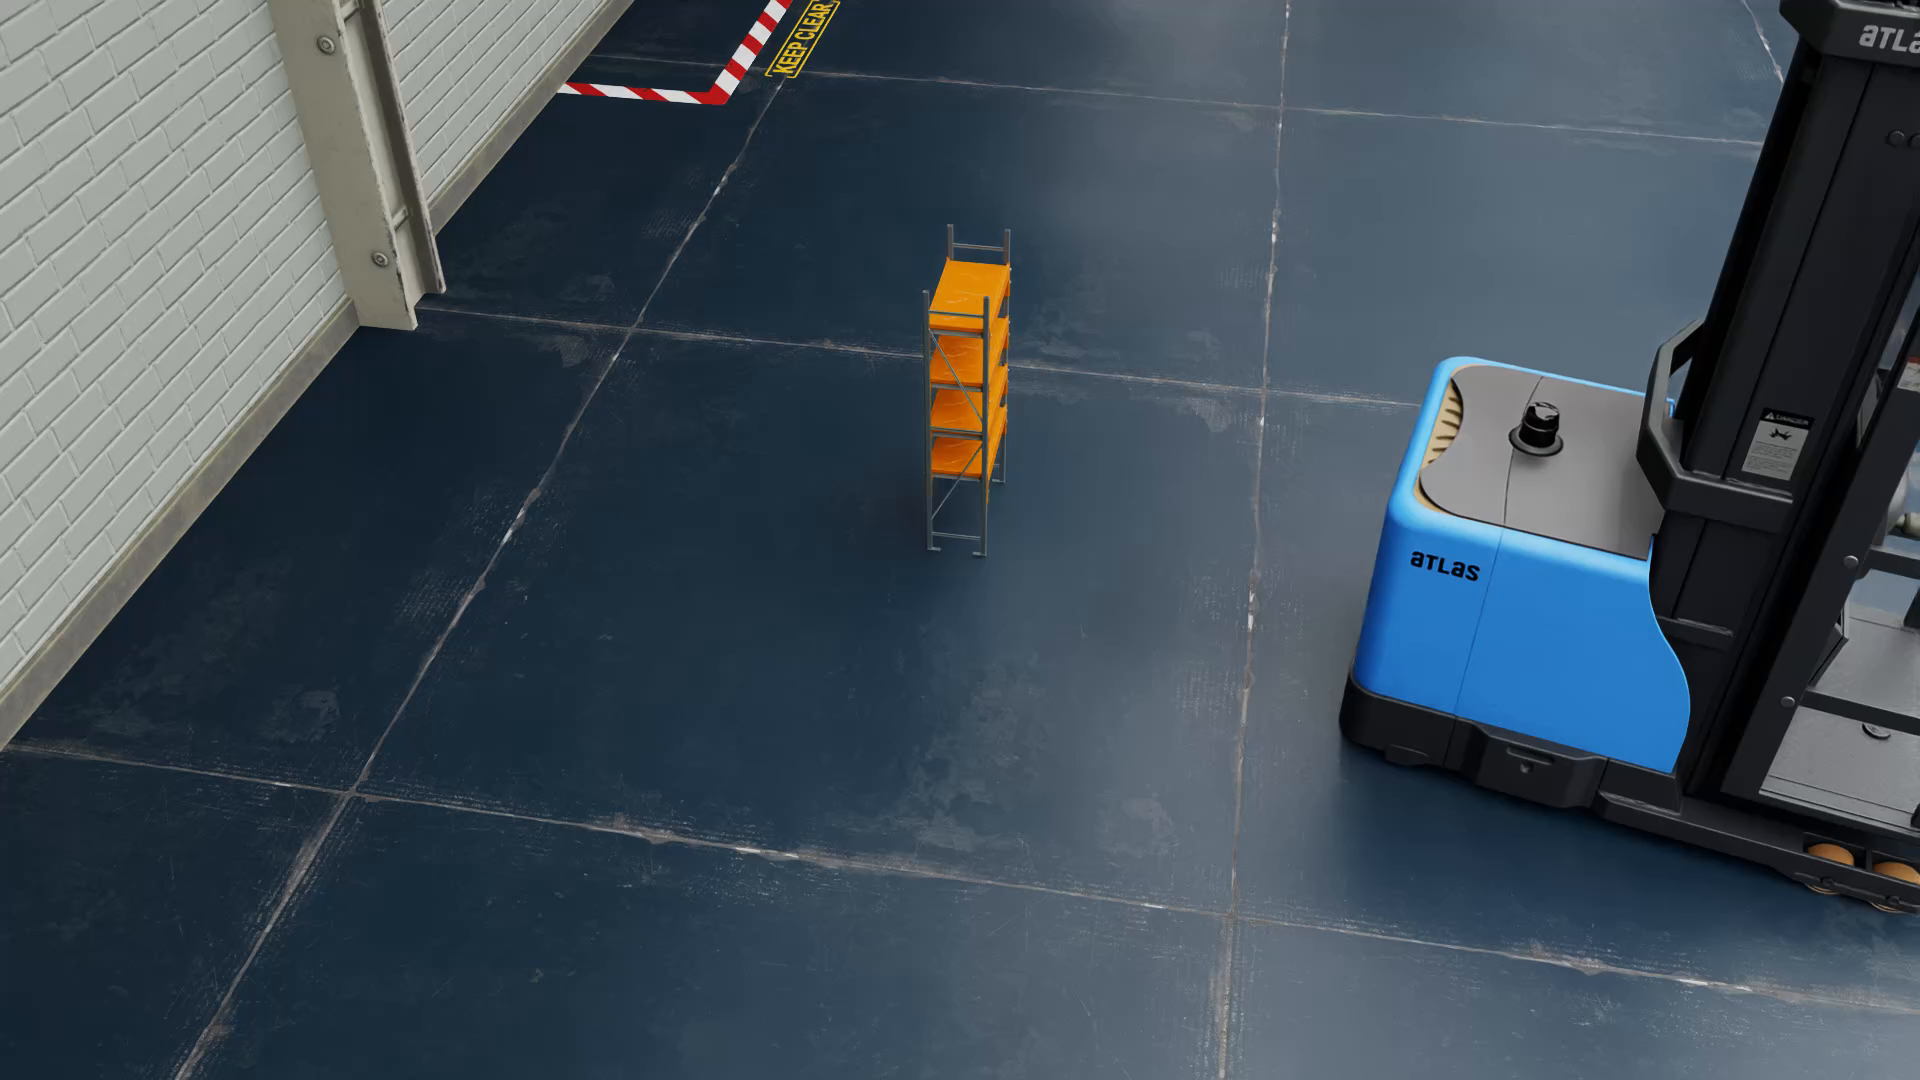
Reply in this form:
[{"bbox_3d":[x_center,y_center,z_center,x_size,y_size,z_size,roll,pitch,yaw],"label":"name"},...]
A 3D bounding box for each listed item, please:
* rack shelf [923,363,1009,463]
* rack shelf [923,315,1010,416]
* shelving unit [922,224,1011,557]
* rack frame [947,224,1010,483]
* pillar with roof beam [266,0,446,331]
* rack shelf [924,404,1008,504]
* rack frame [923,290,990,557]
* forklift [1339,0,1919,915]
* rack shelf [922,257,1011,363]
[{"bbox_3d":[0.029,-0.514,6.536,0.258,0.148,0.480,6,40,8],"label":"rack shelf"},{"bbox_3d":[0.029,-0.687,6.394,0.258,0.148,0.480,6,40,8],"label":"rack shelf"},{"bbox_3d":[0.029,-0.566,6.493,0.258,1.200,0.503,6,40,8],"label":"shelving unit"},{"bbox_3d":[0.071,-0.719,6.679,0.240,1.200,0.015,6,40,8],"label":"rack frame"},{"bbox_3d":[1.504,-4.138,4.693,9.100,9.000,0.400,6,40,8],"label":"pillar with roof beam"},{"bbox_3d":[0.029,-0.361,6.663,0.258,0.148,0.480,6,40,8],"label":"rack shelf"},{"bbox_3d":[-0.014,-0.413,6.308,0.240,1.200,0.015,6,40,8],"label":"rack frame"},{"bbox_3d":[2.902,-0.327,4.845,3.031,2.935,1.130,15,42,17],"label":"forklift"},{"bbox_3d":[0.029,-0.869,6.243,0.258,0.148,0.480,6,40,8],"label":"rack shelf"}]
